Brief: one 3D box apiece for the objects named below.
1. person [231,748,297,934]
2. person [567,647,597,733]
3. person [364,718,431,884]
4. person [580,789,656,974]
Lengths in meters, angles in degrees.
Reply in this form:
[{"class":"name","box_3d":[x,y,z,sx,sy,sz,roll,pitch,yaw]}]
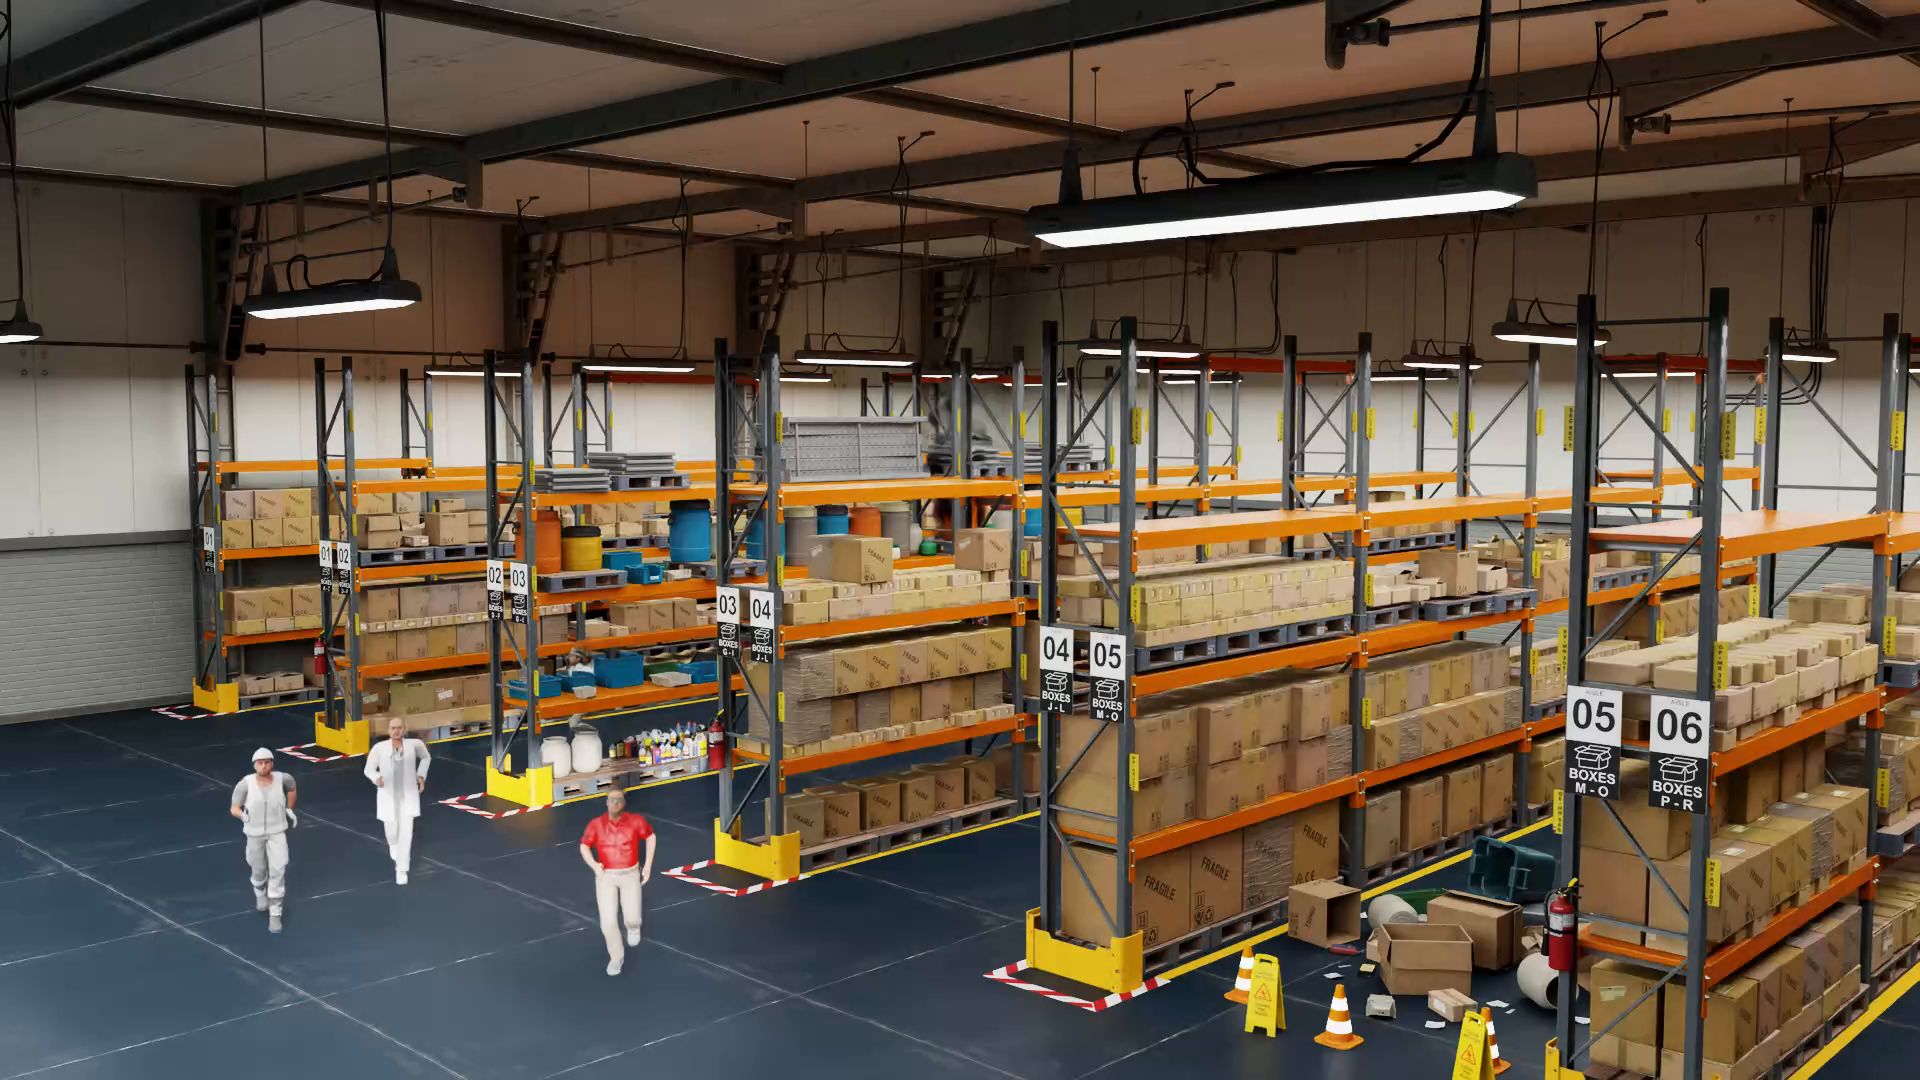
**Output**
[{"class":"person","box_3d":[-7.027,2.977,16.818,0.622,1.805,0.937,-2,5,-23]},{"class":"person","box_3d":[-5.745,2.434,24.999,0.642,1.661,0.592,4,6,41]},{"class":"person","box_3d":[-6.257,2.860,18.542,0.710,1.771,0.993,-1,5,-18]},{"class":"person","box_3d":[-3.181,3.149,15.481,0.697,1.692,0.627,-1,4,-11]}]
